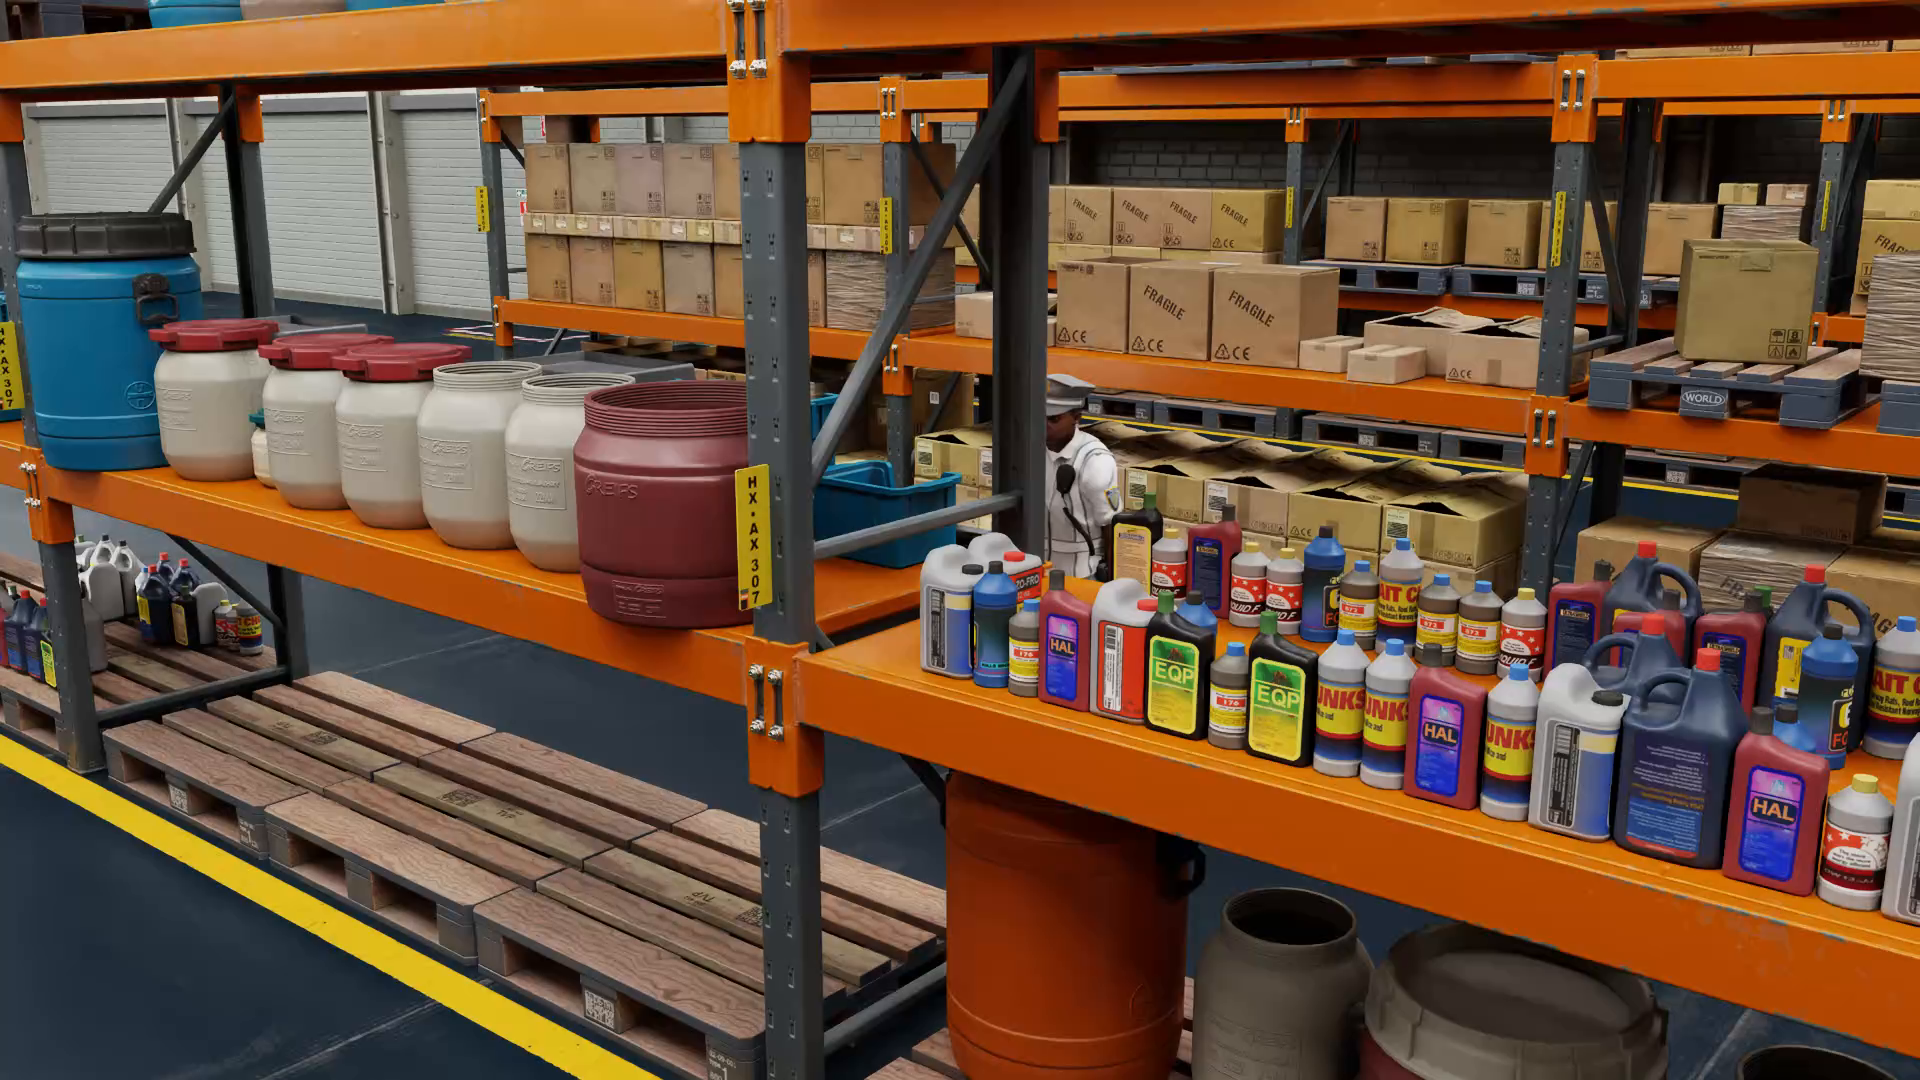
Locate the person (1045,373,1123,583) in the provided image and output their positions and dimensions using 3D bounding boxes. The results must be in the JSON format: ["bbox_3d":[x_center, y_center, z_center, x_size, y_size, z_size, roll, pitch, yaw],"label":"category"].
[{"bbox_3d":[0.348,0.200,6.150,0.531,1.661,0.426,9,16,34],"label":"person"}]
